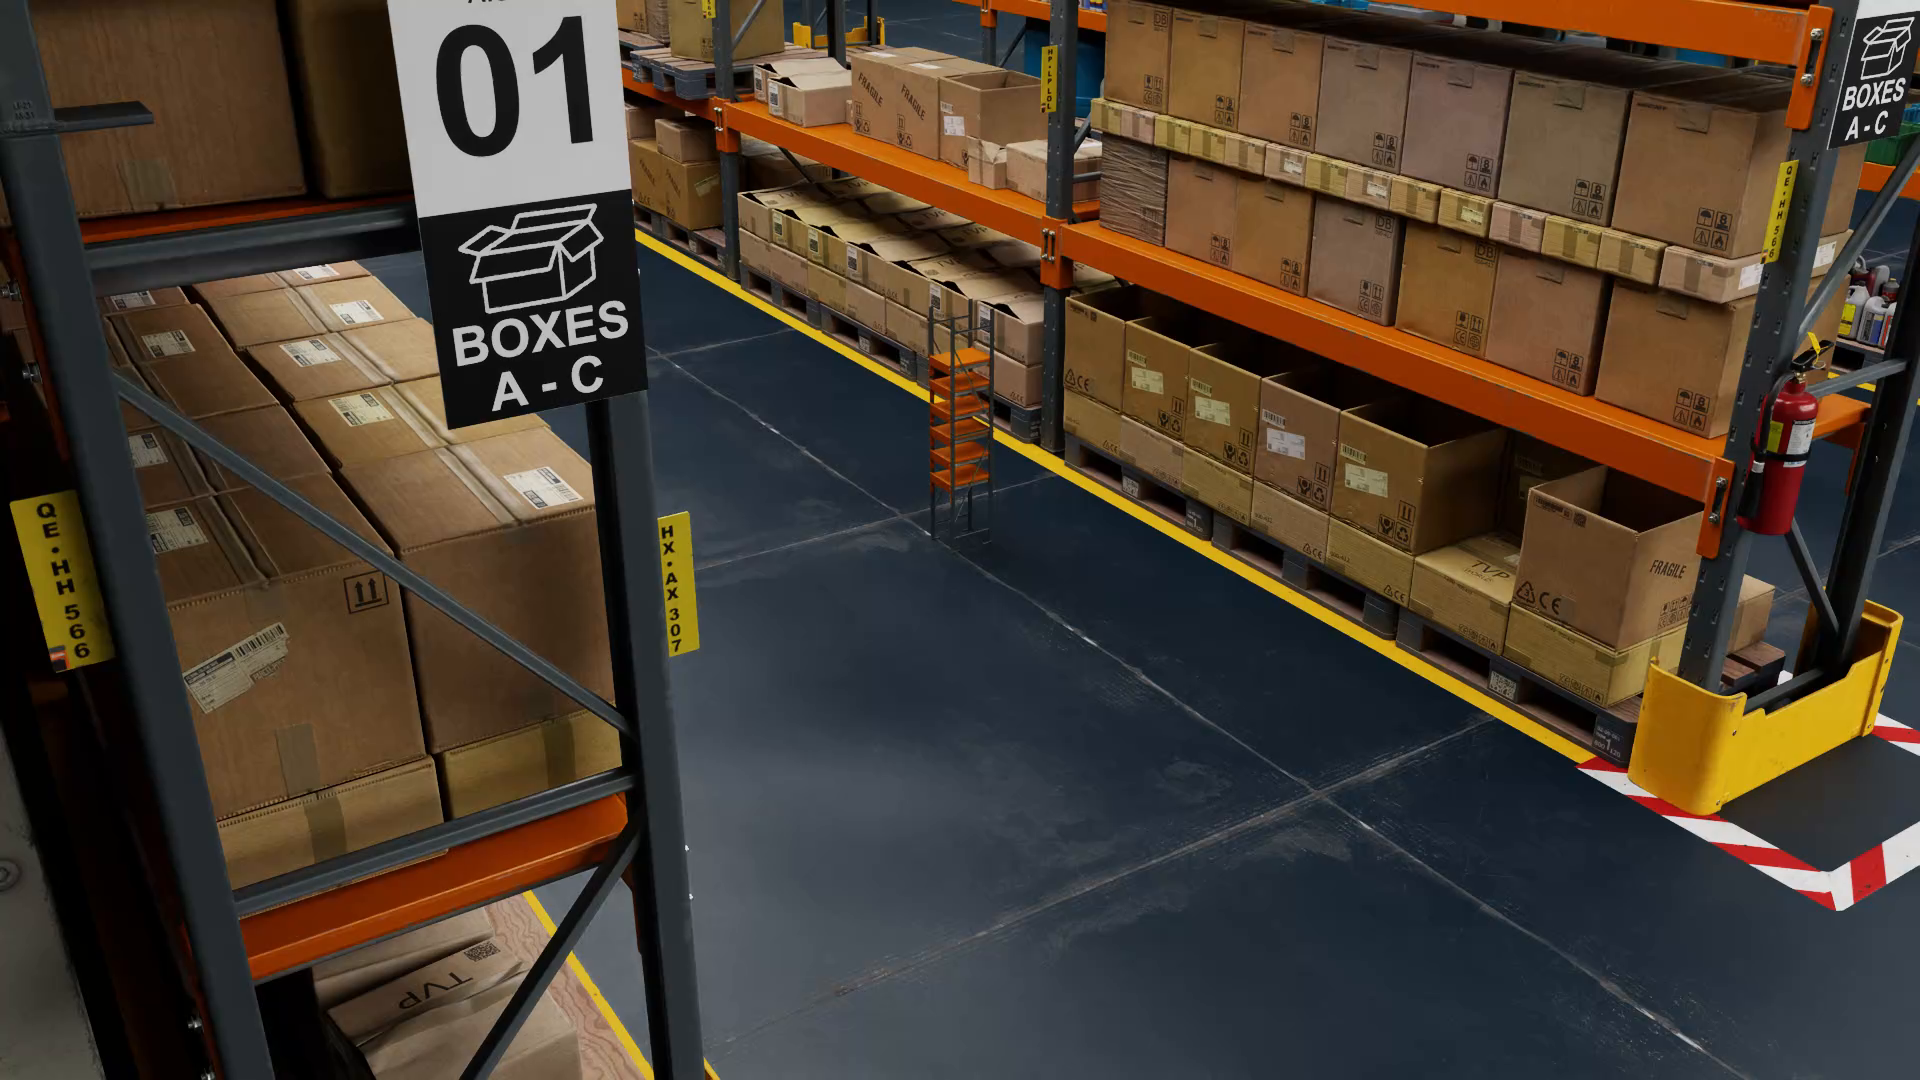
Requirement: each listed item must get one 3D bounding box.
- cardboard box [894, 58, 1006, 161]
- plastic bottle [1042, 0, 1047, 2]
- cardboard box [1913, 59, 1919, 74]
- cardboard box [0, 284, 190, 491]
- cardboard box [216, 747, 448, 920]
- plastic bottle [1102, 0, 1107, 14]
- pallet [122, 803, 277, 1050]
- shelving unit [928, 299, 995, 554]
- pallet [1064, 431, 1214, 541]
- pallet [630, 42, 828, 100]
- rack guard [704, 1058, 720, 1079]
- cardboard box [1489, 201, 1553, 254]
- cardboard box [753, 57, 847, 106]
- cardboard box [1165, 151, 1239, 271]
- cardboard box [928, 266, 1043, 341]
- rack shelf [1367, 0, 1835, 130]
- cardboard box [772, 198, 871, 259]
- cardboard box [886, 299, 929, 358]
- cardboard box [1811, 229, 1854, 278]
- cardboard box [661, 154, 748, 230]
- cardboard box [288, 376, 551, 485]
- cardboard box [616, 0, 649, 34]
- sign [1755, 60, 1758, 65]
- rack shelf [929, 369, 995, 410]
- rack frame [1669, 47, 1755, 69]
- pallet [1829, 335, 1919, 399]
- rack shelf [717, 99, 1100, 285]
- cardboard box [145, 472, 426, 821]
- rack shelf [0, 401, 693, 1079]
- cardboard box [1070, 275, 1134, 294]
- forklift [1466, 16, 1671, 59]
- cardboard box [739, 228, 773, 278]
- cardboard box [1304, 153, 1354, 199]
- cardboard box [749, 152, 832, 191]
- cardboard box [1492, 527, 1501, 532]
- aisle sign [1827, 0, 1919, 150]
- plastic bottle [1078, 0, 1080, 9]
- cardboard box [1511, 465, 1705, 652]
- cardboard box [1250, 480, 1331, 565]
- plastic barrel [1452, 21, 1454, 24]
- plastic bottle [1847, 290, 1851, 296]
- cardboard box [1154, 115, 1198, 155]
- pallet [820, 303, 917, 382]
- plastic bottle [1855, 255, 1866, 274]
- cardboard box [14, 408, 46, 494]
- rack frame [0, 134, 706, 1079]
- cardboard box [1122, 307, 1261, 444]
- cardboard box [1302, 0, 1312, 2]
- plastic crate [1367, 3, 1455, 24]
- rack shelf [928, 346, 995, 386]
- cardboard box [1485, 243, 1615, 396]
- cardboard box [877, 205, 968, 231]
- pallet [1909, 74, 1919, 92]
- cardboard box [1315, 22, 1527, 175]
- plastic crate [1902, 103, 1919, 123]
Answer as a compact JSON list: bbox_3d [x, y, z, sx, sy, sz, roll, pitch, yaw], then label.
[{"bbox_3d":[-0.064,-2.661,10.256,0.500,0.500,0.500,-15,29,-29],"label":"cardboard box"},{"bbox_3d":[0.861,-5.493,16.522,0.097,0.271,0.097,0,25,0],"label":"plastic bottle"},{"bbox_3d":[11.489,-5.761,19.083,1.050,0.750,0.750,-16,30,-30],"label":"cardboard box"},{"bbox_3d":[-2.617,-0.512,5.095,0.500,0.500,0.500,-15,29,-28],"label":"cardboard box"},{"bbox_3d":[-1.480,0.554,3.716,0.500,0.250,0.500,-15,29,-29],"label":"cardboard box"},{"bbox_3d":[1.444,-5.166,15.736,0.144,0.351,0.185,-16,29,-30],"label":"plastic bottle"},{"bbox_3d":[-2.179,1.116,5.639,1.003,0.211,1.213,-16,29,-30],"label":"pallet"},{"bbox_3d":[0.008,-0.537,7.983,0.258,1.200,0.189,-16,29,-30],"label":"shelving unit"},{"bbox_3d":[1.302,-0.414,8.880,1.003,0.211,1.213,-16,29,-30],"label":"pallet"},{"bbox_3d":[-1.710,-3.540,12.459,1.213,0.211,1.003,-16,29,-30],"label":"pallet"},{"bbox_3d":[-1.103,1.720,4.021,1.175,0.500,0.348,-16,29,-30],"label":"rack guard"},{"bbox_3d":[2.299,-1.245,6.496,0.380,0.149,0.250,-15,29,-29],"label":"cardboard box"},{"bbox_3d":[-1.119,-3.220,11.661,0.500,0.311,0.500,-14,28,-26],"label":"cardboard box"},{"bbox_3d":[1.444,-1.670,8.158,0.700,0.500,0.500,-16,30,-30],"label":"cardboard box"},{"bbox_3d":[0.152,-1.432,9.842,0.500,0.311,0.500,-15,29,-28],"label":"cardboard box"},{"bbox_3d":[1.995,-2.285,6.906,1.077,0.370,4.000,-16,29,-30],"label":"rack shelf"},{"bbox_3d":[-0.947,-2.159,11.381,0.500,0.311,0.500,-16,30,-31],"label":"cardboard box"},{"bbox_3d":[-0.121,-1.361,10.348,0.500,0.250,0.500,-15,29,-28],"label":"cardboard box"},{"bbox_3d":[3.053,-1.068,6.122,0.380,0.149,0.250,-16,30,-30],"label":"cardboard box"},{"bbox_3d":[-1.988,-2.749,12.972,0.500,0.500,0.500,-14,29,-28],"label":"cardboard box"},{"bbox_3d":[-1.332,-0.083,4.187,0.500,0.500,0.500,-15,29,-29],"label":"cardboard box"},{"bbox_3d":[-2.448,-4.449,13.551,0.500,0.500,0.700,21,33,37],"label":"cardboard box"},{"bbox_3d":[5.522,-3.372,11.555,0.100,0.325,0.005,-16,29,-30],"label":"sign"},{"bbox_3d":[0.008,-0.714,7.899,0.258,0.103,0.180,-16,29,-30],"label":"rack shelf"},{"bbox_3d":[5.055,-3.123,11.351,1.000,3.000,0.127,-16,29,-30],"label":"rack frame"},{"bbox_3d":[6.057,-1.175,10.491,1.003,0.211,1.213,-16,29,-30],"label":"pallet"},{"bbox_3d":[-0.189,-2.360,10.577,1.077,0.370,4.000,-16,29,-30],"label":"rack shelf"},{"bbox_3d":[-1.497,0.217,3.549,0.500,0.500,0.500,-16,30,-30],"label":"cardboard box"},{"bbox_3d":[-2.154,0.227,5.098,1.077,0.370,4.000,-16,29,-30],"label":"rack shelf"},{"bbox_3d":[0.886,-1.376,9.722,0.500,0.311,0.500,-15,29,-29],"label":"cardboard box"},{"bbox_3d":[3.183,-2.278,9.643,1.130,2.935,3.031,-8,27,-17],"label":"forklift"},{"bbox_3d":[-1.241,-2.091,11.895,0.500,0.250,0.500,-16,29,-30],"label":"cardboard box"},{"bbox_3d":[1.736,-1.614,7.278,0.380,0.149,0.250,-16,30,-30],"label":"cardboard box"},{"bbox_3d":[-1.290,-2.698,12.865,0.500,0.500,0.500,-14,29,-27],"label":"cardboard box"},{"bbox_3d":[2.431,-0.086,7.647,0.500,0.250,0.500,-16,29,-30],"label":"cardboard box"},{"bbox_3d":[2.876,-1.623,5.128,0.394,0.787,0.004,-16,29,-30],"label":"aisle sign"},{"bbox_3d":[1.167,-5.261,16.113,0.097,0.201,0.097,0,25,0],"label":"plastic bottle"},{"bbox_3d":[2.544,0.053,6.474,0.500,0.500,0.500,-16,29,-30],"label":"cardboard box"},{"bbox_3d":[1.717,-0.142,7.766,0.500,0.250,0.500,-16,29,-30],"label":"cardboard box"},{"bbox_3d":[3.842,-4.135,13.365,0.421,0.512,0.421,0,25,0],"label":"plastic barrel"},{"bbox_3d":[5.593,-1.528,10.649,0.152,0.276,0.135,-16,29,-30],"label":"plastic bottle"},{"bbox_3d":[1.167,-1.985,8.065,0.380,0.149,0.250,-16,30,-31],"label":"cardboard box"},{"bbox_3d":[-0.202,-1.400,10.968,1.003,0.211,1.213,-16,29,-30],"label":"pallet"},{"bbox_3d":[5.929,-1.776,11.087,0.144,0.351,0.185,-16,29,-30],"label":"plastic bottle"},{"bbox_3d":[-2.879,-0.359,5.648,0.500,0.250,0.500,-17,30,-31],"label":"cardboard box"},{"bbox_3d":[-1.062,0.617,3.430,1.000,3.000,0.127,-16,29,-30],"label":"rack frame"},{"bbox_3d":[1.173,-0.839,8.365,0.500,0.500,0.500,-16,29,-30],"label":"cardboard box"},{"bbox_3d":[4.544,-6.622,20.761,0.875,0.875,0.875,-16,29,-30],"label":"cardboard box"},{"bbox_3d":[3.497,-3.933,12.992,0.402,0.464,0.583,-16,29,-30],"label":"plastic crate"},{"bbox_3d":[0.008,-0.823,7.848,0.258,0.103,0.180,-16,29,-30],"label":"rack shelf"},{"bbox_3d":[2.552,-0.941,6.612,0.700,0.500,0.500,-15,29,-28],"label":"cardboard box"},{"bbox_3d":[-0.226,-2.105,11.267,0.500,0.311,0.500,-16,30,-30],"label":"cardboard box"},{"bbox_3d":[11.599,-5.267,19.159,1.003,0.211,1.213,-16,29,-30],"label":"pallet"},{"bbox_3d":[1.972,-1.906,7.136,0.700,0.500,0.500,-16,29,-30],"label":"cardboard box"},{"bbox_3d":[5.887,-2.723,10.678,0.499,0.251,0.616,-16,29,-30],"label":"plastic crate"}]
